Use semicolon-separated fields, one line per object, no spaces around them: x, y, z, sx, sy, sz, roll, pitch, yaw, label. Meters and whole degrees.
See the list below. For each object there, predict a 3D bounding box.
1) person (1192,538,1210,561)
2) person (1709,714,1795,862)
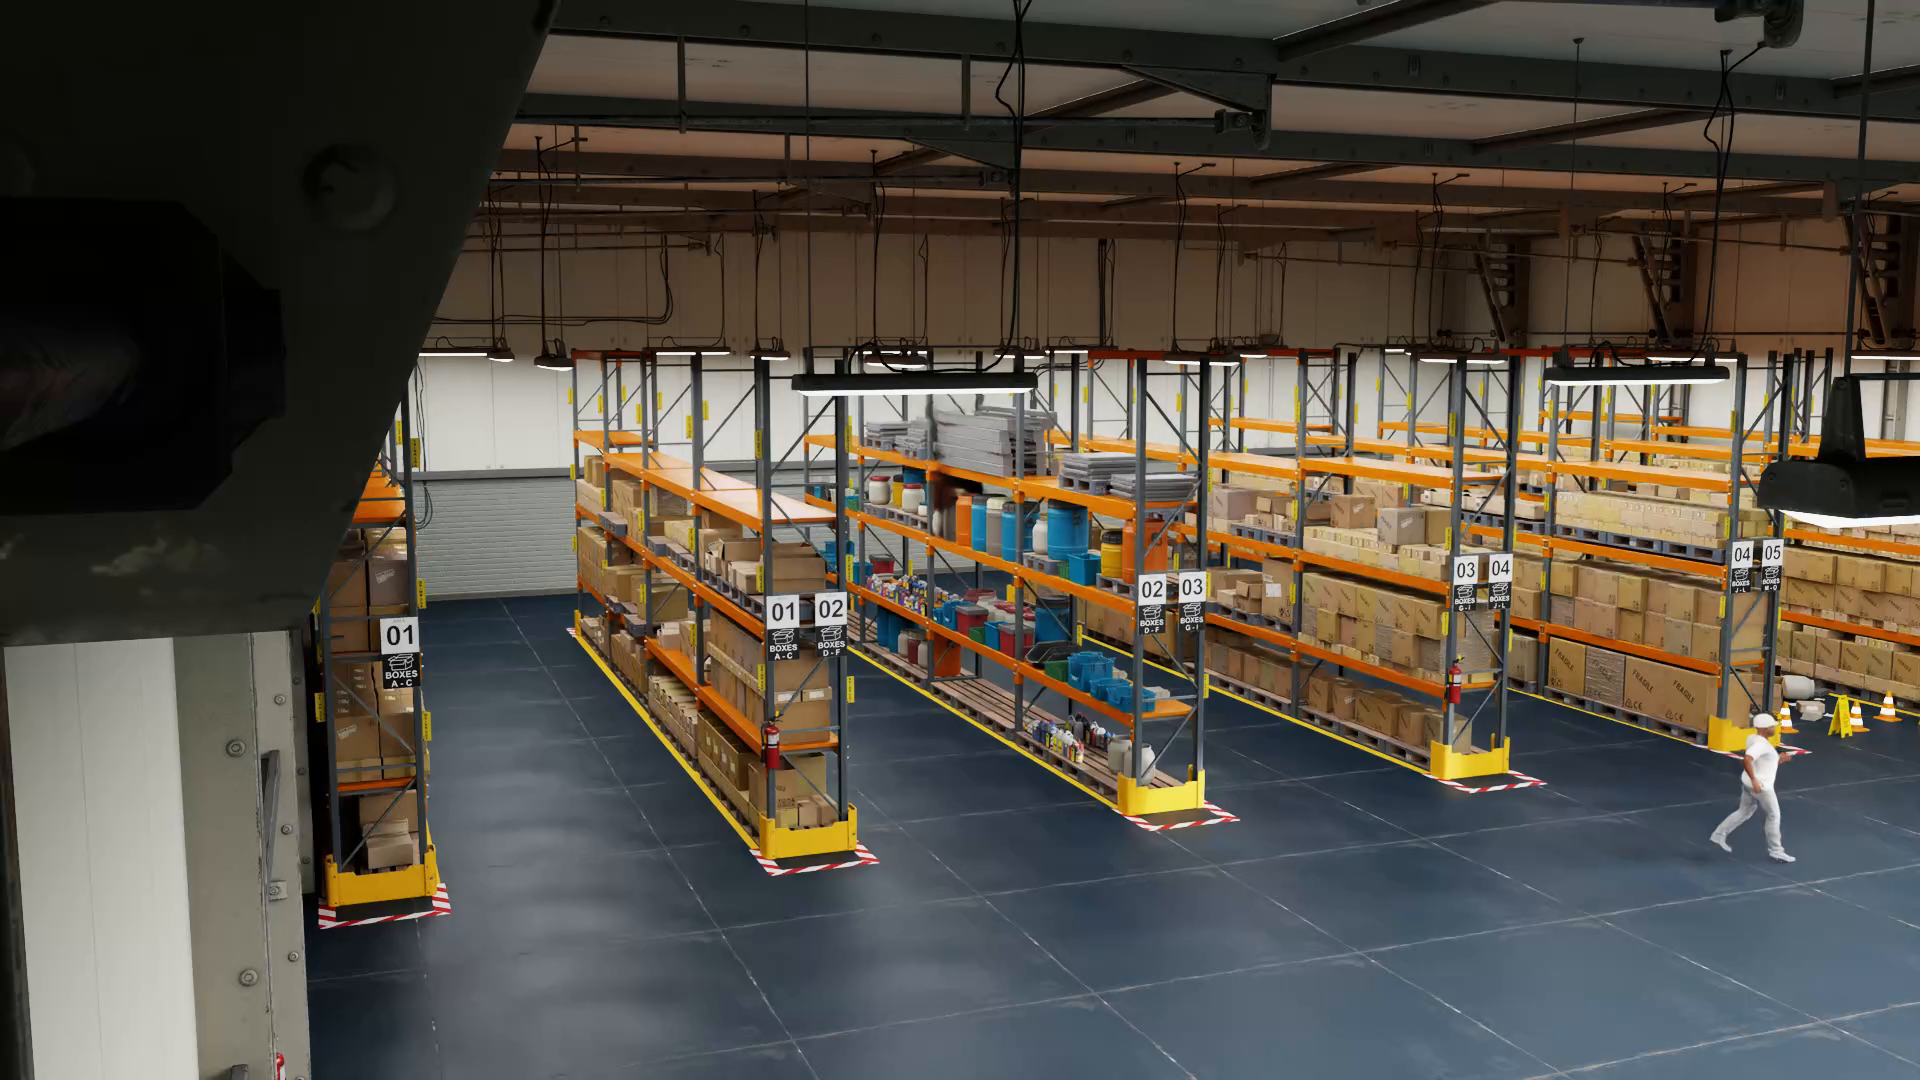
6.011;0.327;41.600;0.595;1.677;0.869;-2;7;-16;person
9.546;2.953;19.934;0.963;1.775;0.689;1;7;7;person
